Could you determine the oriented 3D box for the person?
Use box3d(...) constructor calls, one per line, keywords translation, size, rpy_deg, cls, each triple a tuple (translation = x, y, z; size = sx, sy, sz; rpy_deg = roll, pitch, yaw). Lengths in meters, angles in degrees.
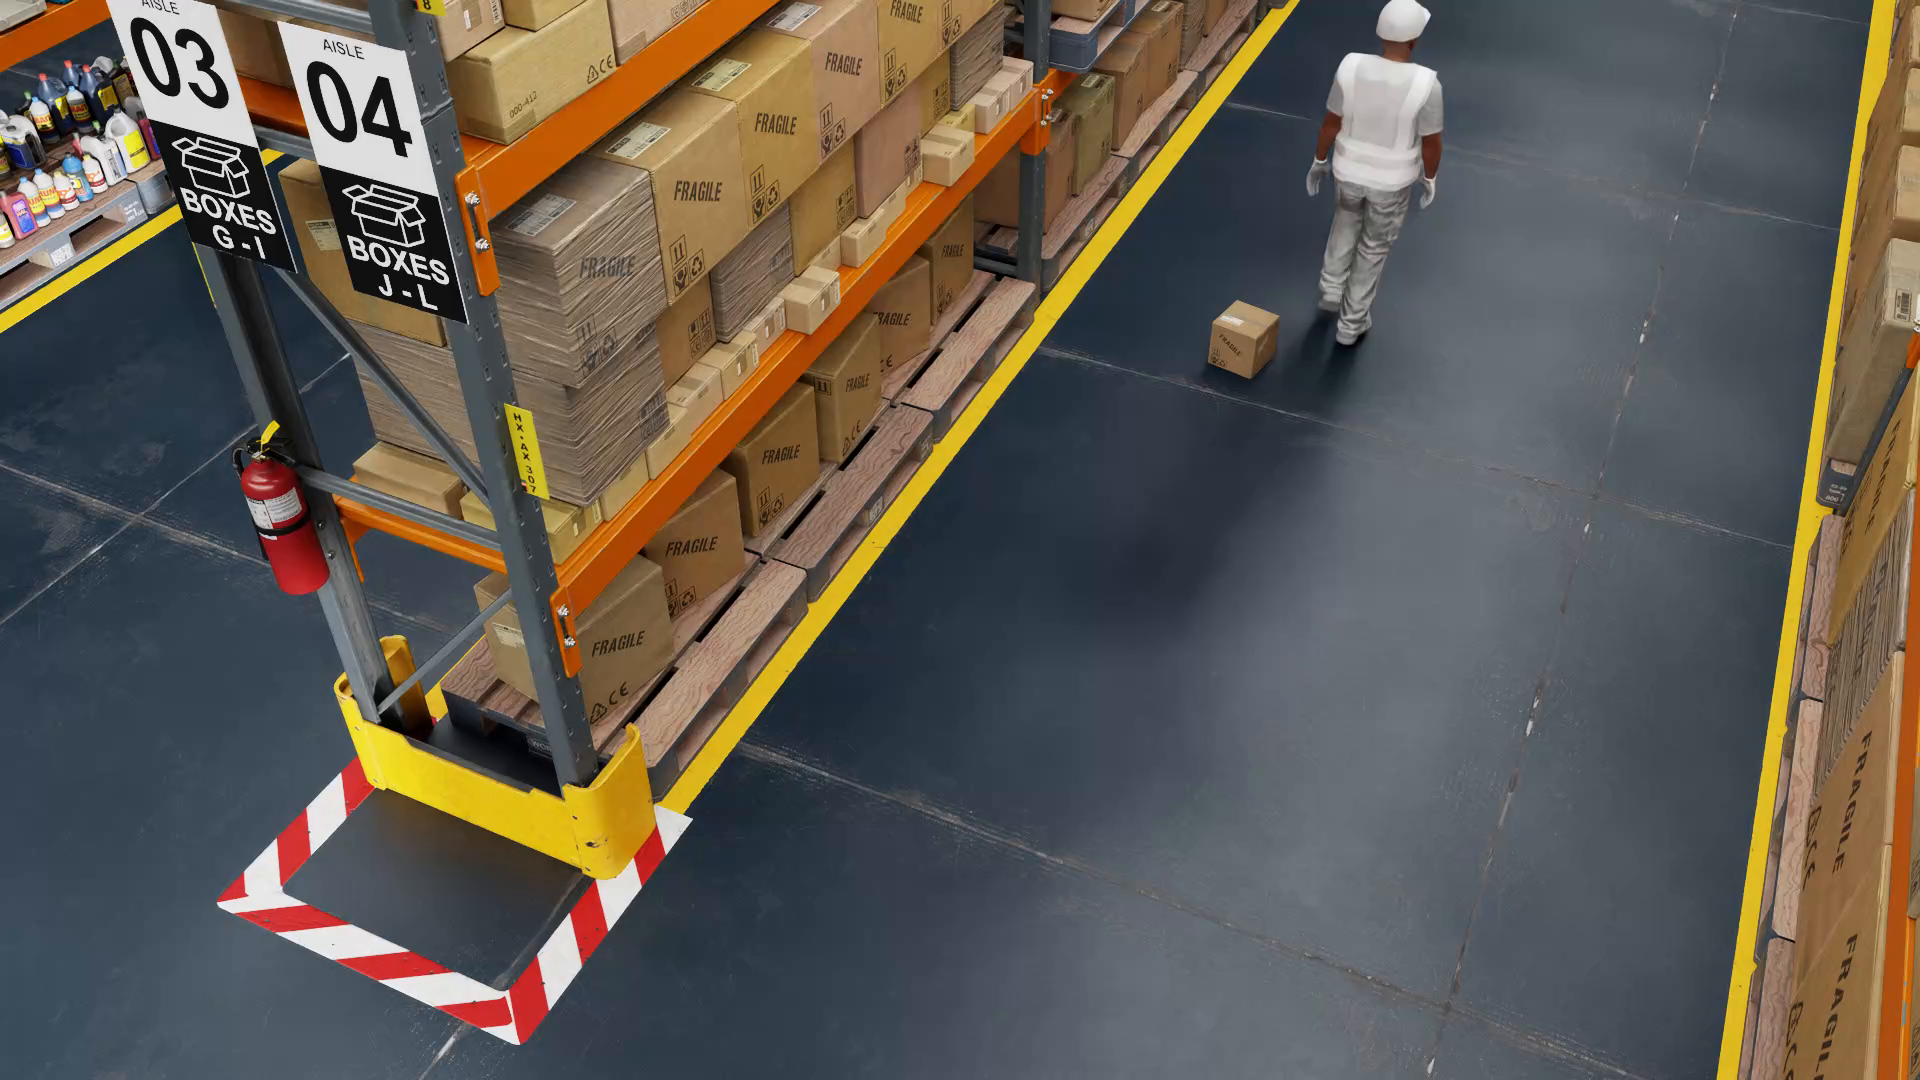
box3d(translation=(2.048, -1.807, 8.163), size=(0.604, 1.816, 0.487), rpy_deg=(24, 47, 25), cls="person")
